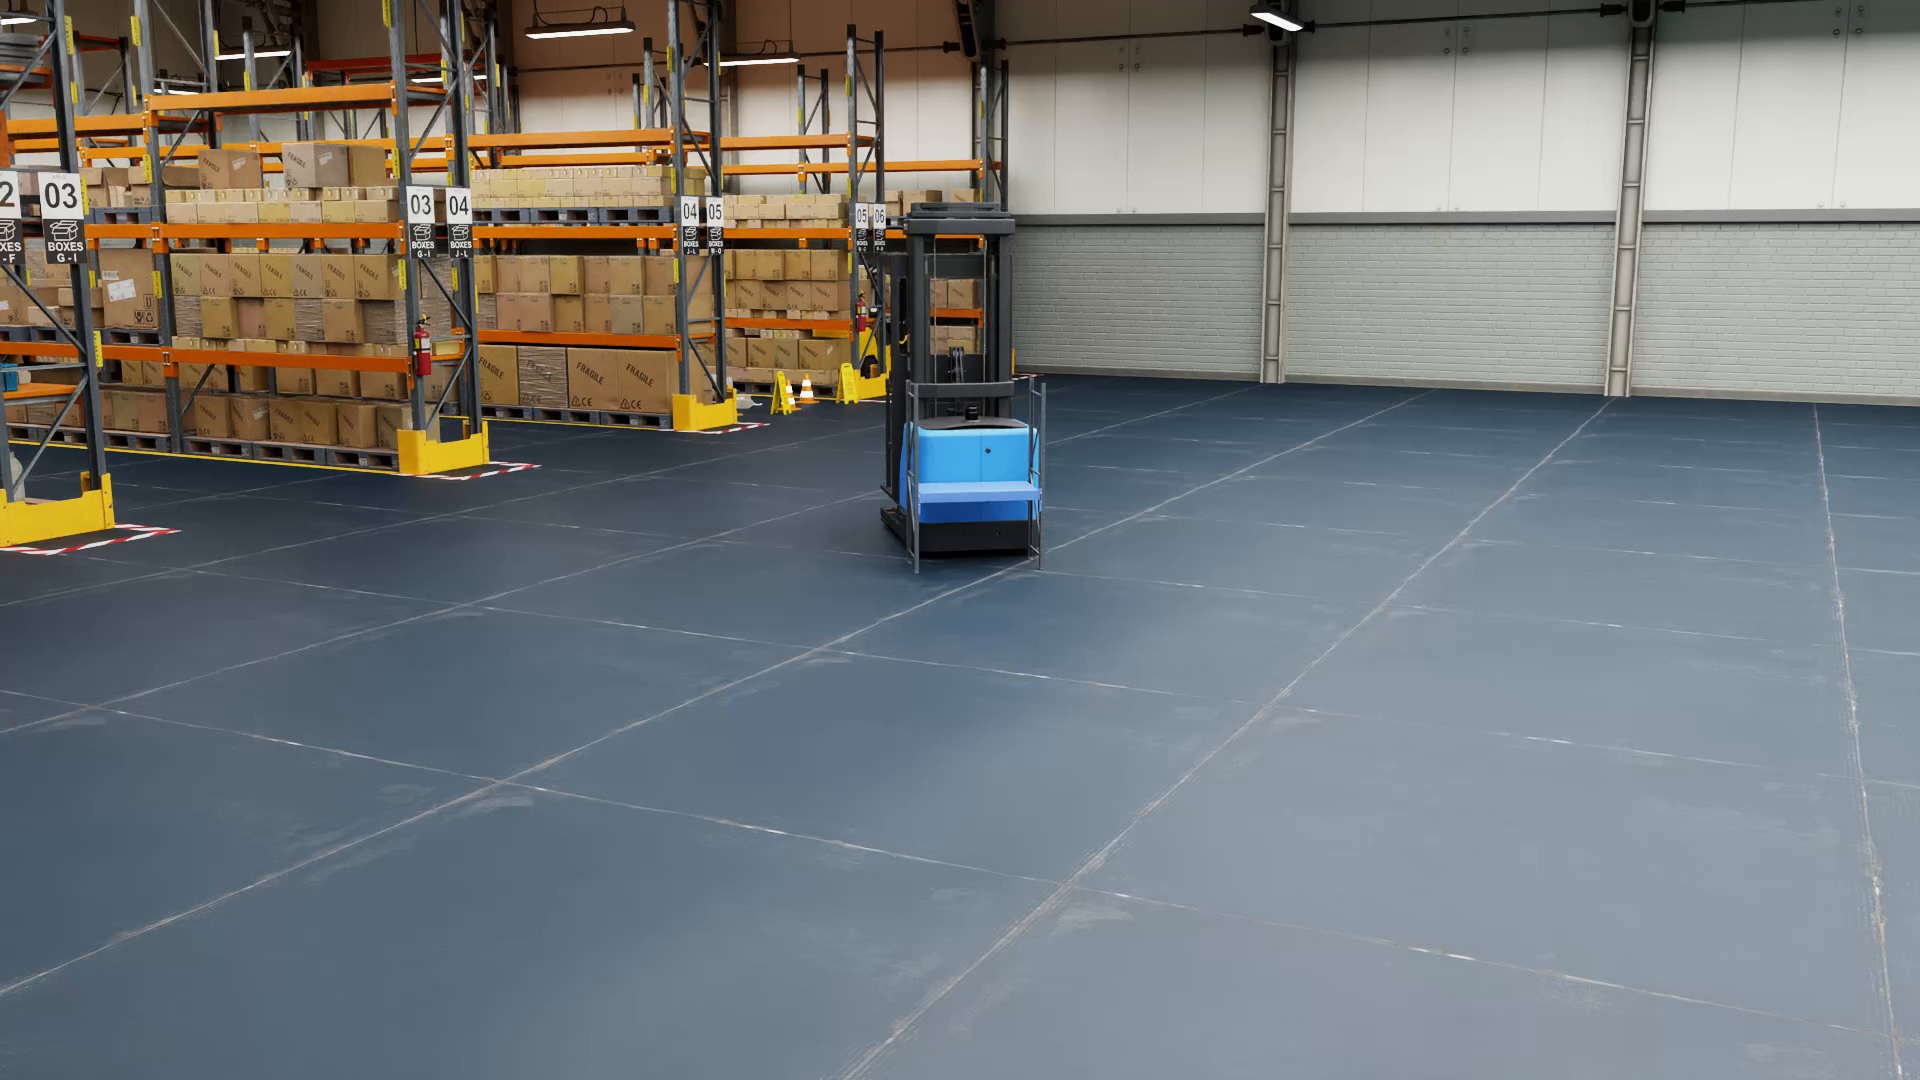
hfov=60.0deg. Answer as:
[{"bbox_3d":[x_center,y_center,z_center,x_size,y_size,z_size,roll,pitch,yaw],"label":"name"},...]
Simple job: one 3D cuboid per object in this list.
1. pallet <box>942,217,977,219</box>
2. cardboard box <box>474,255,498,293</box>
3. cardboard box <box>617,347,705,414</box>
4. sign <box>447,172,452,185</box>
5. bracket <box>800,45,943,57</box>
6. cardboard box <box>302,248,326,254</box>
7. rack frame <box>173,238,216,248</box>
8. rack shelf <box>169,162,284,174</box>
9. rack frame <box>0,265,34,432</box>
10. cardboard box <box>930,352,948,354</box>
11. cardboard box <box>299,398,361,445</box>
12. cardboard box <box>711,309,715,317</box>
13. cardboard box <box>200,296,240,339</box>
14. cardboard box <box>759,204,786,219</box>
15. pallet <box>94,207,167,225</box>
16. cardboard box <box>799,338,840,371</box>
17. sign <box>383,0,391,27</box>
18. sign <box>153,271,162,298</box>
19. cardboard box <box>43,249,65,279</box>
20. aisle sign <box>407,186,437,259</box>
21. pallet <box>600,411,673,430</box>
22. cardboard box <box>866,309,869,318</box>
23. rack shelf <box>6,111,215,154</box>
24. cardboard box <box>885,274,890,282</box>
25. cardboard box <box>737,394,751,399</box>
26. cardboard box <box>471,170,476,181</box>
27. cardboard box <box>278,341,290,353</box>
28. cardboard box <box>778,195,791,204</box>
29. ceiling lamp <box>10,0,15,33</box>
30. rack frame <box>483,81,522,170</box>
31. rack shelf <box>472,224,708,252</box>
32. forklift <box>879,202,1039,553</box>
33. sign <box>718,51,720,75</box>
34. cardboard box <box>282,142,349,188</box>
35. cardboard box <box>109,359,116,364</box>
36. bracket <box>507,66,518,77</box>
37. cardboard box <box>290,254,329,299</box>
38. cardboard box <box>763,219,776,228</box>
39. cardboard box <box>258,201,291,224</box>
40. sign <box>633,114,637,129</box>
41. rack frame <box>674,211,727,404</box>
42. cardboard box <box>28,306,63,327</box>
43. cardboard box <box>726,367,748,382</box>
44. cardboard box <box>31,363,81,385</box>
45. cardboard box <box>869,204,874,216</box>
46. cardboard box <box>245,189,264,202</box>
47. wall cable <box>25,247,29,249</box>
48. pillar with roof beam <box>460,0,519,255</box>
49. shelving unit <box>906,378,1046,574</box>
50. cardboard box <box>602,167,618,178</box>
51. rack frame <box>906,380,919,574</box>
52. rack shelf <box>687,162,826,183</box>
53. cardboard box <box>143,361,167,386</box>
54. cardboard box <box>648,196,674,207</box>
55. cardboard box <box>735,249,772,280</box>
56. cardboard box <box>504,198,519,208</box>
[{"bbox_3d":[0.034,-6.175,32.252,1.213,0.211,1.003,5,11,26],"label":"pallet"},{"bbox_3d":[-6.907,-3.977,24.827,0.550,0.550,0.875,5,11,26],"label":"cardboard box"},{"bbox_3d":[-4.273,-2.295,23.775,0.875,0.875,0.875,5,11,26],"label":"cardboard box"},{"bbox_3d":[-7.454,-5.204,24.304,0.005,0.325,0.100,5,11,26],"label":"sign"},{"bbox_3d":[-2.408,-9.784,33.413,4.783,0.066,0.076,5,11,26],"label":"bracket"},{"bbox_3d":[-12.714,-5.669,32.721,0.250,0.149,0.380,5,11,25],"label":"cardboard box"},{"bbox_3d":[-15.884,-5.150,34.765,0.127,3.000,1.000,5,11,26],"label":"rack frame"},{"bbox_3d":[-14.091,-7.394,33.459,4.000,0.370,1.077,5,11,26],"label":"rack shelf"},{"bbox_3d":[-13.095,-2.937,22.537,0.127,3.000,1.000,5,11,26],"label":"rack frame"},{"bbox_3d":[-0.346,-3.563,32.538,0.500,0.250,0.500,5,11,26],"label":"cardboard box"},{"bbox_3d":[-7.578,-1.429,20.045,0.500,0.500,0.500,6,12,31],"label":"cardboard box"},{"bbox_3d":[-4.275,-3.952,28.851,0.250,0.149,0.380,5,12,28],"label":"cardboard box"},{"bbox_3d":[-8.699,-2.727,20.260,0.500,0.500,0.875,5,11,26],"label":"cardboard box"},{"bbox_3d":[-3.032,-5.515,27.945,0.500,0.250,0.500,5,12,27],"label":"cardboard box"},{"bbox_3d":[-10.014,-4.071,20.907,1.003,0.211,1.213,5,11,26],"label":"pallet"},{"bbox_3d":[-2.370,-3.134,28.058,0.500,0.500,0.500,5,11,26],"label":"cardboard box"},{"bbox_3d":[-6.185,-5.709,17.941,0.005,0.325,0.100,5,11,26],"label":"sign"},{"bbox_3d":[-9.750,-3.103,20.200,0.005,0.325,0.100,5,11,26],"label":"sign"},{"bbox_3d":[-15.404,-4.758,28.673,0.500,0.500,0.500,5,11,24],"label":"cardboard box"},{"bbox_3d":[-5.998,-3.533,18.530,0.004,0.787,0.394,5,11,26],"label":"aisle sign"},{"bbox_3d":[-4.387,-1.769,23.914,1.213,0.211,1.003,5,11,26],"label":"pallet"},{"bbox_3d":[-1.749,-3.826,28.151,0.250,0.149,0.380,5,11,26],"label":"cardboard box"},{"bbox_3d":[-11.301,-5.181,21.231,4.000,0.370,1.077,5,11,26],"label":"rack shelf"},{"bbox_3d":[-1.383,-5.174,32.793,0.250,0.149,0.380,5,11,25],"label":"cardboard box"},{"bbox_3d":[-3.604,-2.267,26.840,0.380,0.149,0.250,-7,12,-33],"label":"cardboard box"},{"bbox_3d":[-7.047,-5.324,24.307,0.250,0.149,0.380,5,11,26],"label":"cardboard box"},{"bbox_3d":[-7.853,-2.305,19.748,0.250,0.149,0.380,5,11,26],"label":"cardboard box"},{"bbox_3d":[-2.842,-5.706,27.879,0.250,0.149,0.380,5,11,26],"label":"cardboard box"},{"bbox_3d":[-19.364,-10.799,32.740,0.800,3.185,2.000,5,11,26],"label":"ceiling lamp"},{"bbox_3d":[-10.104,-8.580,36.871,0.127,3.000,1.000,5,11,26],"label":"rack frame"},{"bbox_3d":[-5.429,-4.371,24.054,4.000,0.370,1.077,5,11,26],"label":"rack shelf"},{"bbox_3d":[-0.125,-1.552,15.075,1.130,2.935,3.031,-2,10,-11],"label":"forklift"},{"bbox_3d":[-3.384,-6.669,23.242,0.005,0.325,0.100,5,11,26],"label":"sign"},{"bbox_3d":[-7.423,-4.306,19.158,0.500,0.500,0.500,5,11,26],"label":"cardboard box"},{"bbox_3d":[-14.831,-3.120,28.700,0.250,0.149,0.380,5,12,27],"label":"cardboard box"},{"bbox_3d":[-10.115,-10.461,37.155,0.430,0.232,0.235,5,11,26],"label":"bracket"},{"bbox_3d":[-7.422,-3.077,19.383,0.500,0.500,0.500,5,11,26],"label":"cardboard box"},{"bbox_3d":[-3.116,-5.331,28.044,0.250,0.149,0.380,5,11,24],"label":"cardboard box"},{"bbox_3d":[-7.824,-3.826,19.445,0.500,0.250,0.500,5,11,25],"label":"cardboard box"},{"bbox_3d":[-6.749,-8.676,34.556,0.005,0.325,0.100,5,11,26],"label":"sign"},{"bbox_3d":[-3.636,-3.091,23.386,0.127,3.000,1.000,5,11,26],"label":"rack frame"},{"bbox_3d":[-11.694,-2.901,21.580,0.500,0.250,0.500,5,11,24],"label":"cardboard box"},{"bbox_3d":[-3.753,-2.887,28.801,0.500,0.250,0.500,5,11,25],"label":"cardboard box"},{"bbox_3d":[-12.001,-2.204,22.166,0.500,0.250,0.500,7,12,32],"label":"cardboard box"},{"bbox_3d":[-1.733,-6.498,32.706,0.258,0.266,0.396,5,11,24],"label":"cardboard box"},{"bbox_3d":[-8.167,-4.049,19.558,0.250,0.149,0.380,5,11,25],"label":"cardboard box"},{"bbox_3d":[-20.951,-6.106,37.106,0.123,1.953,0.585,5,11,26],"label":"wall cable"},{"bbox_3d":[-12.235,-8.091,34.170,0.548,9.000,9.100,5,11,26],"label":"pillar with roof beam"},{"bbox_3d":[0.119,-0.528,13.426,1.048,1.500,0.538,-2,11,-9],"label":"shelving unit"},{"bbox_3d":[-4.774,-5.124,23.204,0.250,0.149,0.380,5,12,27],"label":"cardboard box"},{"bbox_3d":[-0.383,-0.513,13.345,0.032,1.500,0.500,-2,11,-9],"label":"rack frame"},{"bbox_3d":[-4.724,-7.557,34.358,4.000,0.370,1.077,5,11,26],"label":"rack shelf"},{"bbox_3d":[-13.376,-2.871,28.012,0.500,0.500,0.500,6,12,28],"label":"cardboard box"},{"bbox_3d":[-4.084,-4.671,22.941,0.250,0.149,0.380,5,11,26],"label":"cardboard box"},{"bbox_3d":[-3.430,-4.709,28.402,0.500,0.500,0.700,5,11,25],"label":"cardboard box"},{"bbox_3d":[-6.366,-4.872,24.048,0.250,0.149,0.380,5,11,25],"label":"cardboard box"}]
